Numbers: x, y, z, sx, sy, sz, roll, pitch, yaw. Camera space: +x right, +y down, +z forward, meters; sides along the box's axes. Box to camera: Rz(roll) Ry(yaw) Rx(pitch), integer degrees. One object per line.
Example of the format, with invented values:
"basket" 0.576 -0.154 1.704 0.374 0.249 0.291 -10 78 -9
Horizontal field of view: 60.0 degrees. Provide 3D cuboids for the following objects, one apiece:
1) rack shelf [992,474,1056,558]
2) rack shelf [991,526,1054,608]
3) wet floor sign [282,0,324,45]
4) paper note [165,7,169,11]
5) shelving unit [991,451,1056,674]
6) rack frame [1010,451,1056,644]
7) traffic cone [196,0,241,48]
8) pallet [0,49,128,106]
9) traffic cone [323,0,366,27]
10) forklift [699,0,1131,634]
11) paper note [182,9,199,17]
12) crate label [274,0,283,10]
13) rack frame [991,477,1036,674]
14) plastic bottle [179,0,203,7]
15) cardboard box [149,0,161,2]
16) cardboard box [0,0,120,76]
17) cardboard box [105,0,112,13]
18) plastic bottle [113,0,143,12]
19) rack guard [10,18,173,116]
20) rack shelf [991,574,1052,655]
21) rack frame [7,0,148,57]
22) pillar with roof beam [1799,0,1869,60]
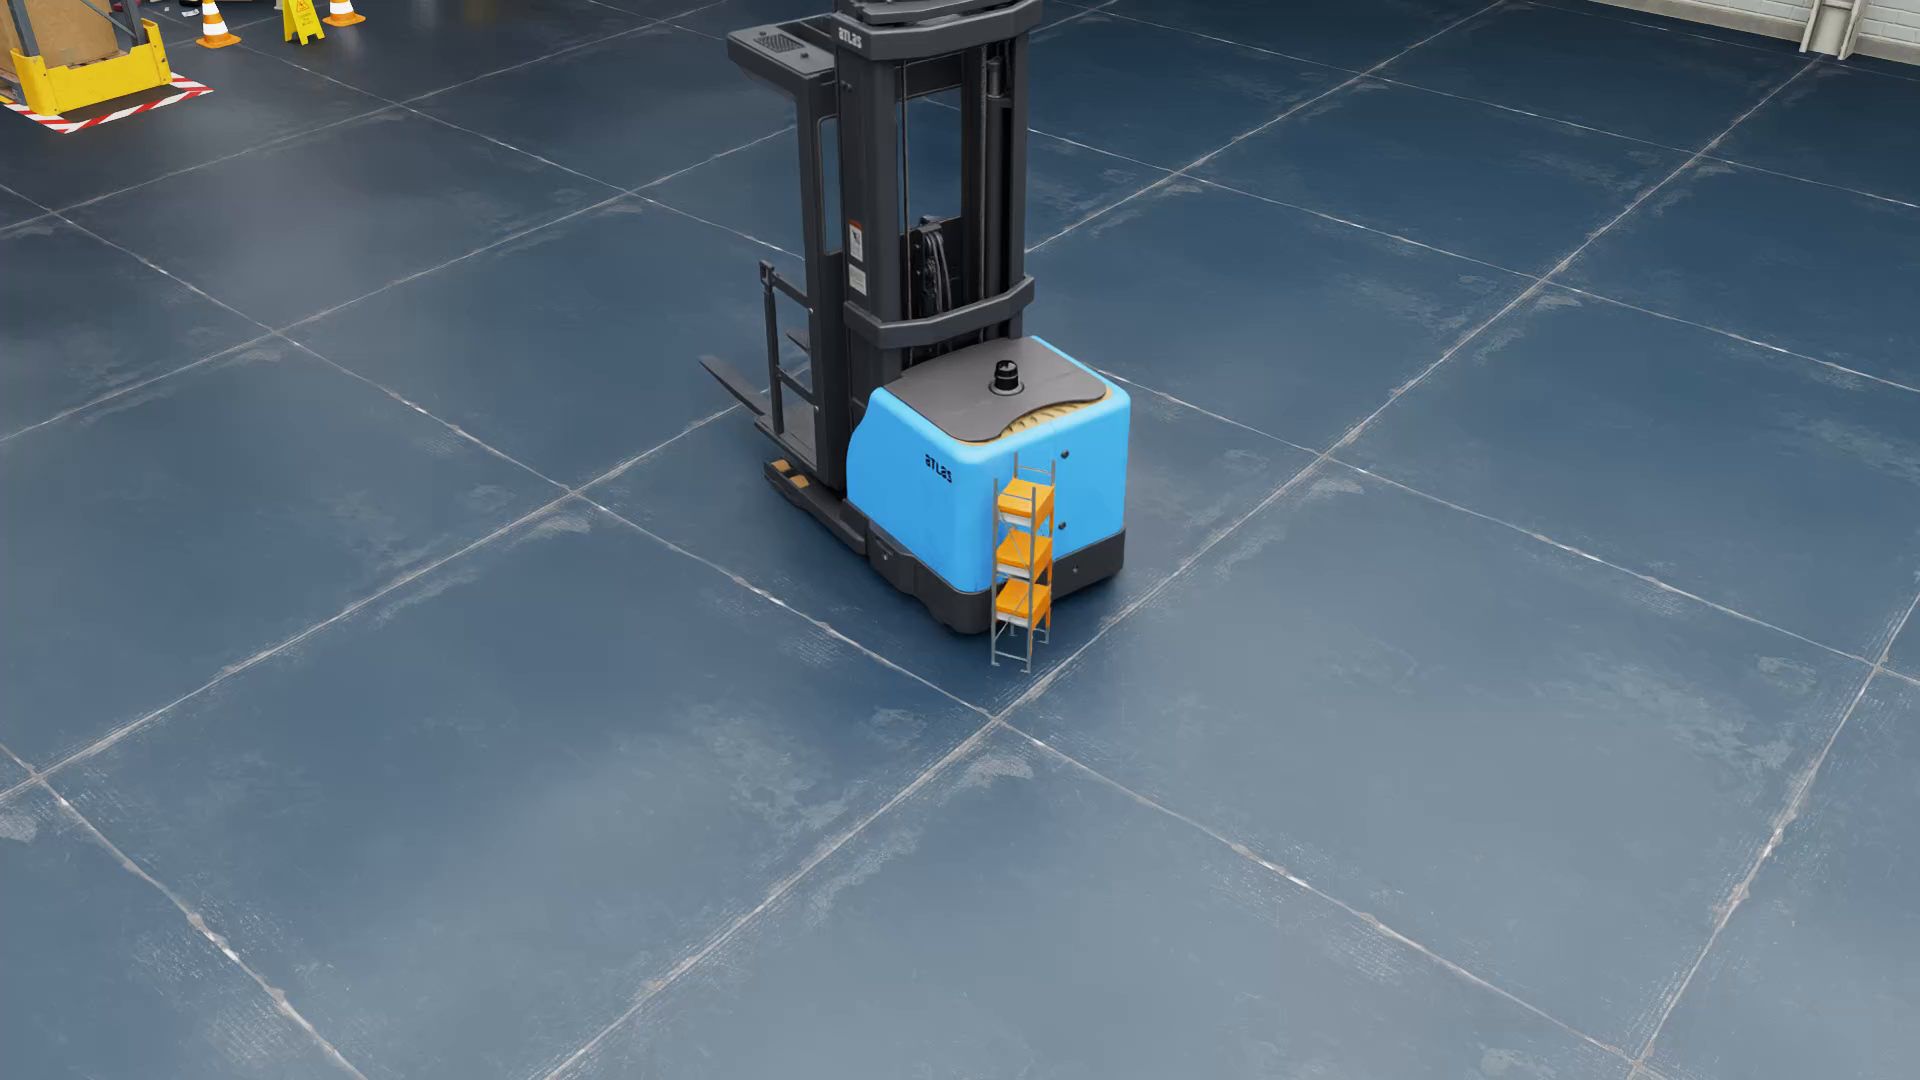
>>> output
"rack shelf" 0.291 -0.110 7.583 0.215 0.259 0.240 14 37 19
"rack shelf" 0.291 0.124 7.744 0.215 0.259 0.240 14 37 19
"wet floor sign" -6.197 -5.004 15.548 0.232 0.644 0.267 18 38 24
"paper note" -7.864 -5.262 16.486 0.032 0.001 0.123 -12 36 -17
"shelving unit" 0.291 0.115 7.738 0.215 1.050 0.252 14 37 19
"rack frame" 0.339 0.052 7.830 0.200 1.050 0.008 14 37 19
"traffic cone" -6.985 -4.888 15.540 0.334 0.463 0.336 25 42 32
"pallet" -8.150 -4.229 14.804 1.213 0.211 1.003 25 42 32
"traffic cone" -6.001 -5.256 16.077 0.334 0.463 0.336 25 42 32
"forklift" -0.429 -1.541 8.487 1.130 2.935 3.031 -22 40 -29
"paper note" -7.573 -5.190 16.364 0.144 0.017 0.142 -18 38 -25
"crate label" -6.645 -5.380 16.545 0.298 0.136 0.250 6 35 8
"rack frame" 0.242 0.178 7.645 0.200 1.050 0.008 14 37 19
"plastic bottle" -7.704 -5.386 16.621 0.283 0.061 0.133 12 36 16
"cardboard box" -8.061 -5.624 16.786 0.396 0.266 0.258 -26 42 -32
"cardboard box" -8.049 -4.637 14.441 0.875 0.875 0.875 26 42 32
"cardboard box" -8.710 -5.427 16.291 0.500 0.500 0.500 -26 42 -32
"plastic bottle" -8.266 -5.328 16.536 0.133 0.061 0.283 12 36 16
"rack guard" -7.467 -4.084 14.337 0.348 0.500 1.175 25 42 32
"rack shelf" 0.291 0.353 7.901 0.215 0.259 0.240 14 37 19
"rack frame" -7.486 -5.123 13.643 0.127 3.000 1.000 25 42 32
"pillar with roof beam" 5.286 -6.372 10.162 0.400 9.000 9.100 25 42 32
